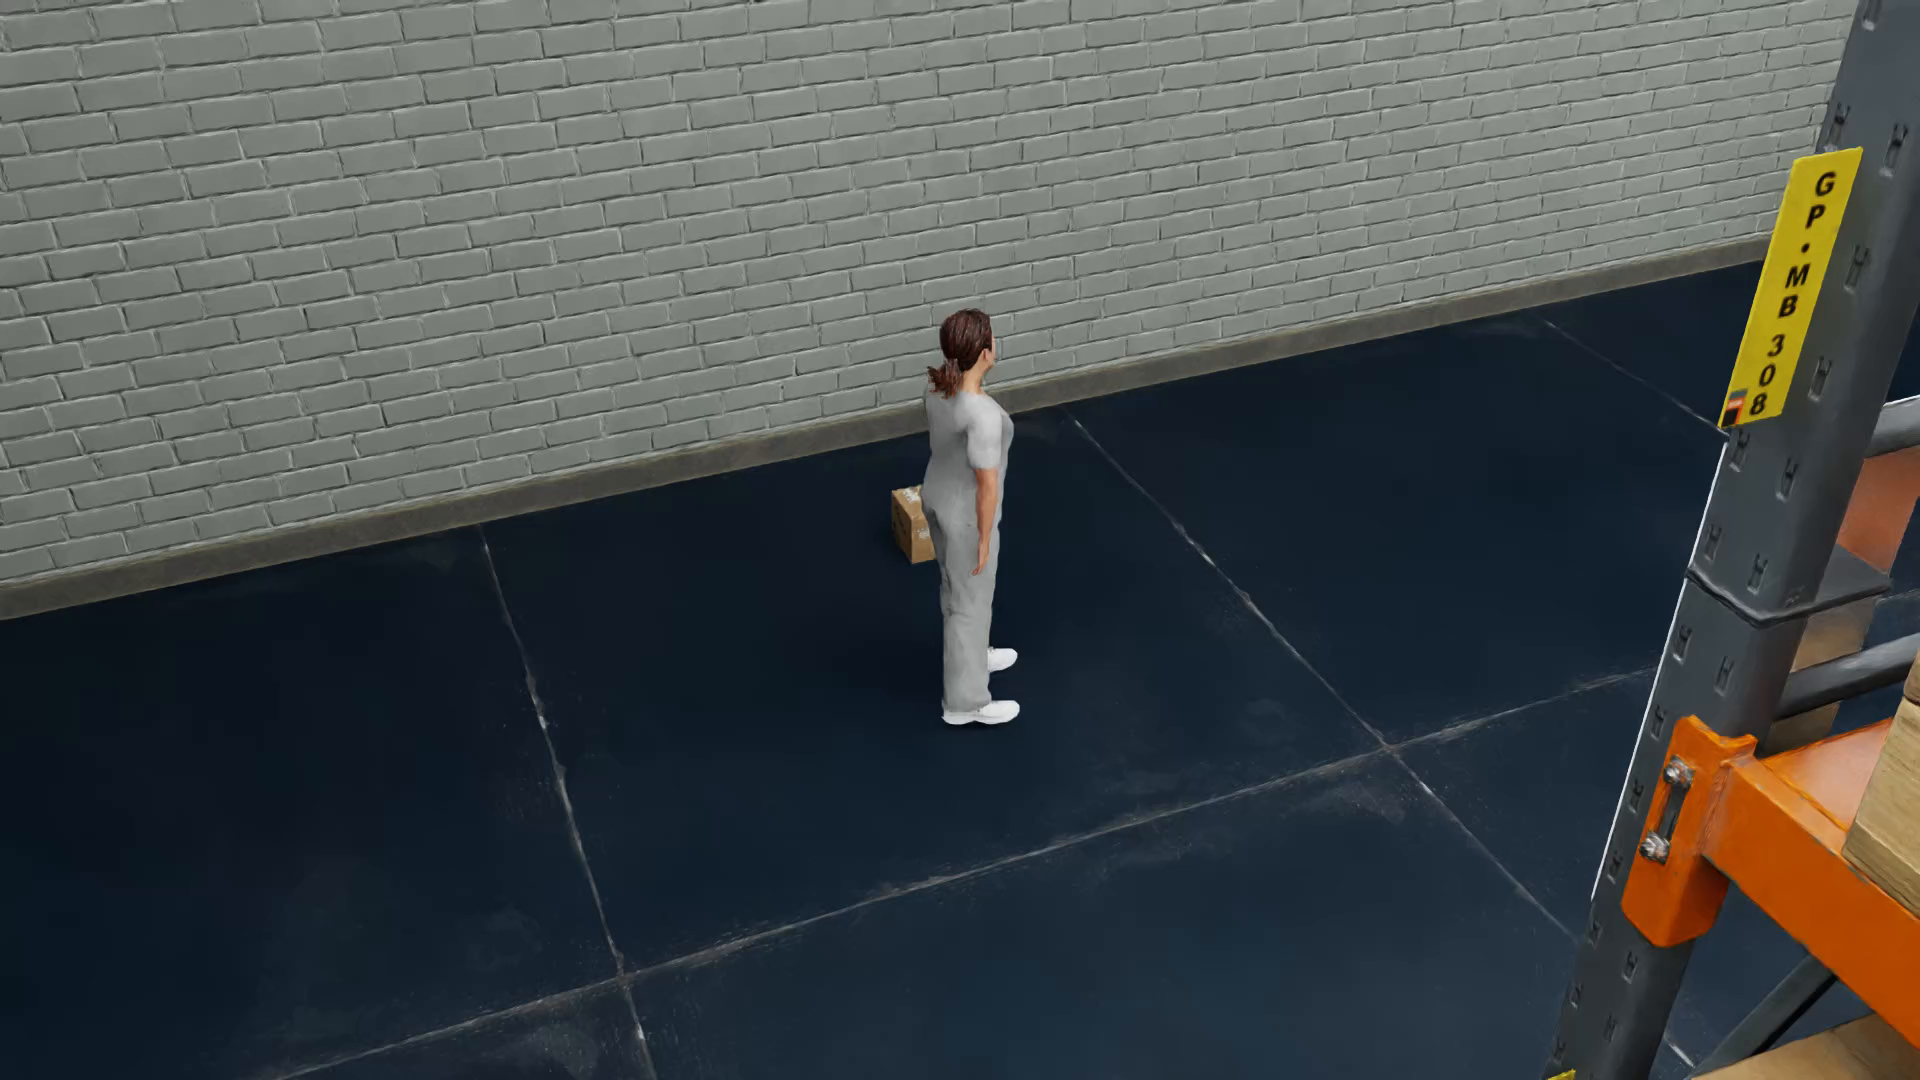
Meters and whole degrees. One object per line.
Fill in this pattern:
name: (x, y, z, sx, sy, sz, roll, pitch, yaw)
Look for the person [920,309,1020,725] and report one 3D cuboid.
person: (0.068, -0.101, 6.268, 0.468, 1.668, 0.525, -18, 38, -25)
